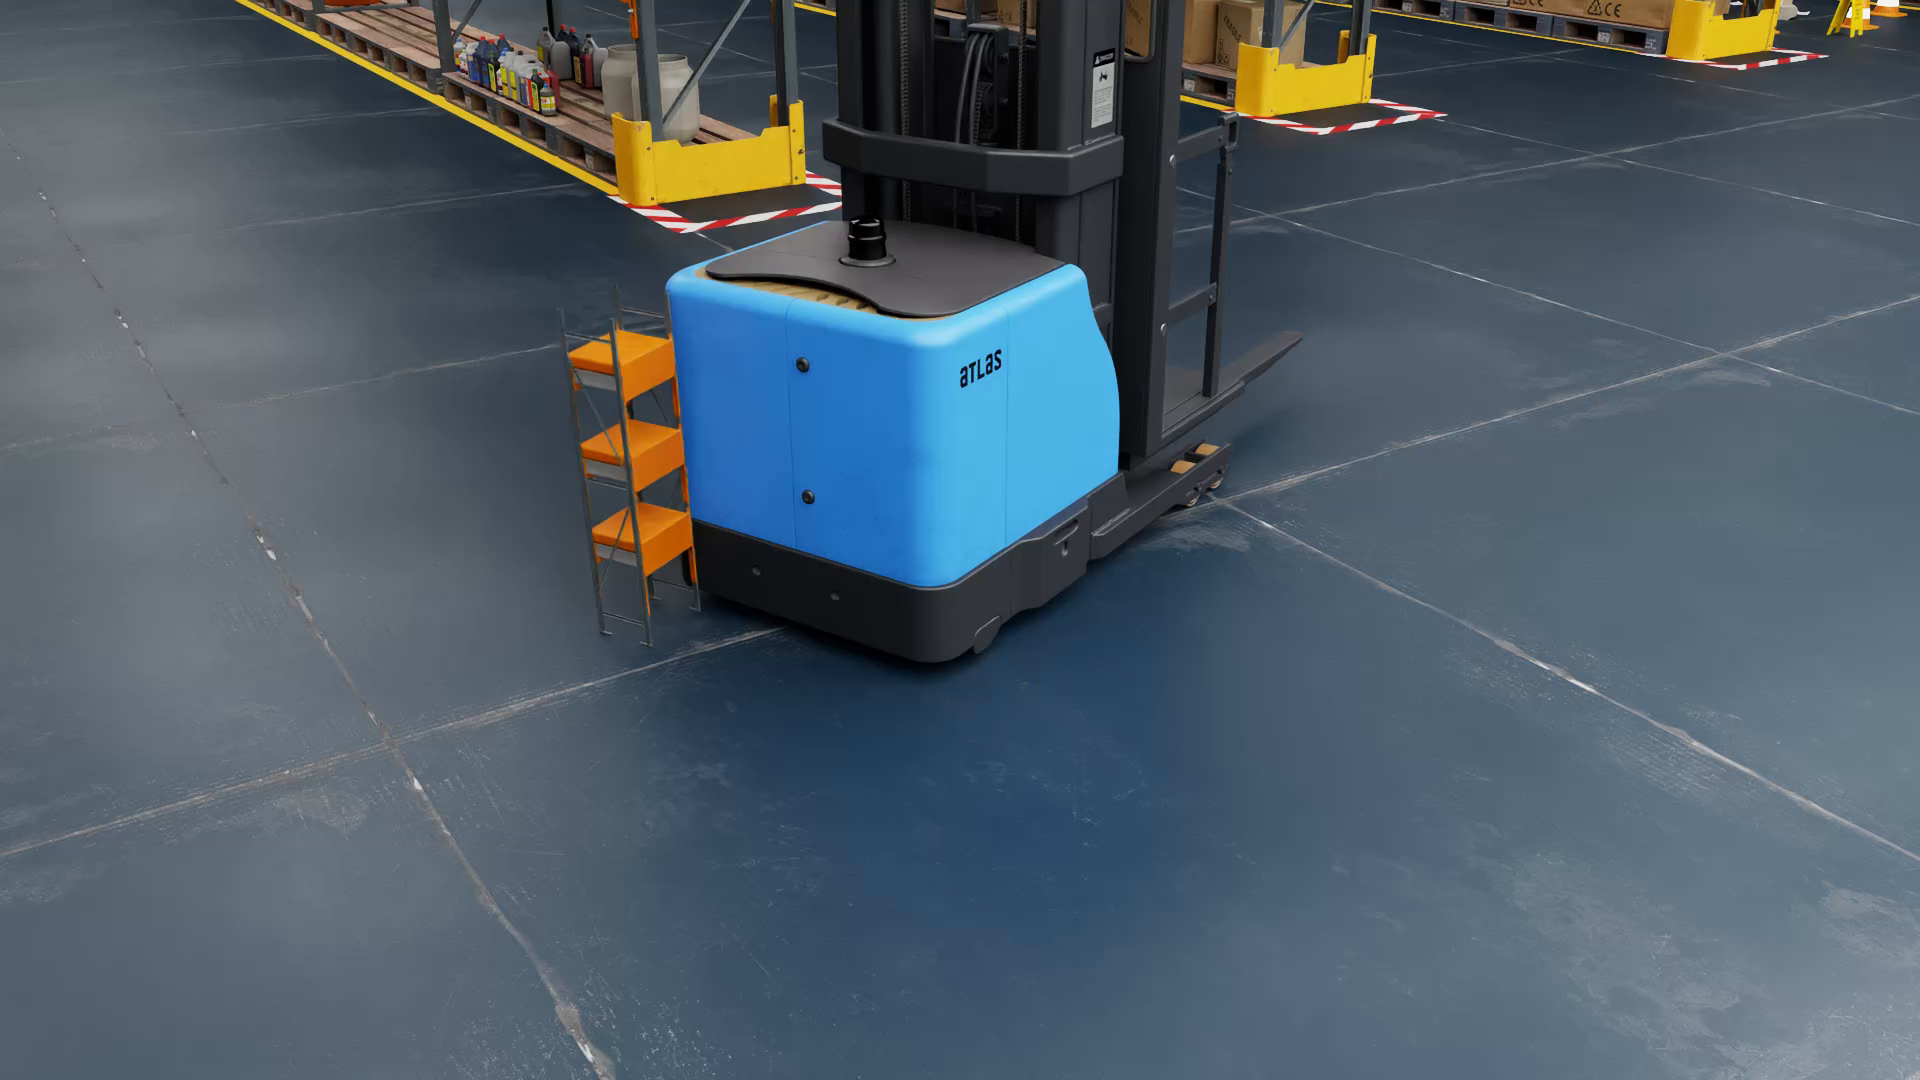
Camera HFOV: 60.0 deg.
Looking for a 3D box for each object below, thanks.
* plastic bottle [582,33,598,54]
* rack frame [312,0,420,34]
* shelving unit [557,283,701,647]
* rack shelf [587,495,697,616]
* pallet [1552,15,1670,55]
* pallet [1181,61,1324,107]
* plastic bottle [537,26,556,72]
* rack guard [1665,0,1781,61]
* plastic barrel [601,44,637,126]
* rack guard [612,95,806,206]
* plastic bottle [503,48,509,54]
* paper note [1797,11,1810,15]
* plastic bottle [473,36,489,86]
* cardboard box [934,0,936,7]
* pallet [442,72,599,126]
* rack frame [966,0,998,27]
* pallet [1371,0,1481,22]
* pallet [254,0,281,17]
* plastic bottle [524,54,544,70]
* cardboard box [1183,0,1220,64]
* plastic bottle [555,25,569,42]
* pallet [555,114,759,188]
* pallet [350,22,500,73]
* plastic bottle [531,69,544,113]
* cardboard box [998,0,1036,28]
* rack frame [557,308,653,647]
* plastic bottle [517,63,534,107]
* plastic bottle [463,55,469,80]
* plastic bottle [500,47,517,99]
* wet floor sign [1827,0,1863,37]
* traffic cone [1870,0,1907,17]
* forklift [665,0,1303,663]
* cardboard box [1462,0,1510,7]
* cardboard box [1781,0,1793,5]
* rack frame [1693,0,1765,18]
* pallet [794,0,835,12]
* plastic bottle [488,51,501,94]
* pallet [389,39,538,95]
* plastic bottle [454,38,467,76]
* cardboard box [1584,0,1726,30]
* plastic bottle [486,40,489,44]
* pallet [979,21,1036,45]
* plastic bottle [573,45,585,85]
[{"bbox_3d":[-2.765,-3.617,12.486,0.144,0.351,0.185,-16,29,-30],"label":"plastic bottle"},{"bbox_3d":[-5.823,-6.394,15.781,1.000,3.000,0.127,-16,29,-30],"label":"rack frame"},{"bbox_3d":[-0.976,-0.212,4.960,0.215,1.050,0.252,13,30,26],"label":"shelving unit"},{"bbox_3d":[-0.971,0.045,5.091,0.215,0.259,0.240,13,30,26],"label":"rack shelf"},{"bbox_3d":[6.403,-4.813,15.699,1.003,0.211,1.213,-16,29,-30],"label":"pallet"},{"bbox_3d":[2.239,-3.752,13.450,1.003,0.211,1.213,-16,29,-30],"label":"pallet"},{"bbox_3d":[-3.167,-3.768,12.805,0.144,0.351,0.185,-16,29,-30],"label":"plastic bottle"},{"bbox_3d":[6.918,-4.668,15.052,1.175,0.500,0.348,-16,29,-30],"label":"rack guard"},{"bbox_3d":[-2.153,-2.994,11.002,0.421,0.512,0.421,0,25,0],"label":"plastic barrel"},{"bbox_3d":[-1.537,-2.418,10.288,1.175,0.500,0.348,-16,29,-30],"label":"rack guard"},{"bbox_3d":[-3.366,-3.519,12.372,0.097,0.271,0.097,0,25,0],"label":"plastic bottle"},{"bbox_3d":[8.813,-5.528,17.424,0.142,0.019,0.148,18,31,33],"label":"paper note"},{"bbox_3d":[-3.547,-3.579,12.405,0.144,0.351,0.185,-15,29,-28],"label":"plastic bottle"},{"bbox_3d":[-0.051,-5.586,16.481,0.700,0.500,0.500,-16,29,-30],"label":"cardboard box"},{"bbox_3d":[-3.308,-3.452,12.816,1.003,0.211,1.213,-16,29,-30],"label":"pallet"},{"bbox_3d":[0.510,-6.118,15.195,1.000,3.000,0.127,-16,29,-30],"label":"rack frame"},{"bbox_3d":[5.071,-5.686,17.548,1.003,0.211,1.213,-16,29,-30],"label":"pallet"},{"bbox_3d":[-6.950,-5.841,17.876,1.003,0.211,1.213,-16,29,-30],"label":"pallet"},{"bbox_3d":[-3.101,-3.369,12.048,0.152,0.276,0.135,-16,29,-30],"label":"plastic bottle"},{"bbox_3d":[2.012,-4.180,13.526,0.500,0.500,0.500,-8,26,-16],"label":"cardboard box"},{"bbox_3d":[-3.046,-3.801,12.876,0.144,0.351,0.185,-16,30,-31],"label":"plastic bottle"},{"bbox_3d":[-1.976,-2.580,10.967,1.003,0.211,1.213,-16,29,-30],"label":"pallet"},{"bbox_3d":[-4.771,-4.411,14.847,1.003,0.211,1.213,-16,29,-30],"label":"pallet"},{"bbox_3d":[-2.905,-3.096,11.460,0.061,0.283,0.133,-15,29,-28],"label":"plastic bottle"},{"bbox_3d":[0.695,-5.025,15.316,0.500,0.500,0.500,-17,30,-31],"label":"cardboard box"},{"bbox_3d":[-1.034,-0.163,4.865,0.200,1.050,0.008,13,30,26],"label":"rack frame"},{"bbox_3d":[-3.016,-3.201,11.692,0.152,0.276,0.135,-16,30,-31],"label":"plastic bottle"},{"bbox_3d":[-3.722,-3.608,12.642,0.097,0.201,0.097,0,25,0],"label":"plastic bottle"},{"bbox_3d":[-3.211,-3.359,11.940,0.144,0.351,0.185,-16,30,-30],"label":"plastic bottle"},{"bbox_3d":[8.580,-5.193,15.995,0.267,0.644,0.232,-22,33,-38],"label":"wet floor sign"},{"bbox_3d":[9.681,-5.702,17.287,0.336,0.463,0.334,-16,29,-30],"label":"traffic cone"},{"bbox_3d":[0.347,-1.547,5.594,1.130,2.935,3.031,16,30,30],"label":"forklift"},{"bbox_3d":[5.501,-5.904,16.739,0.875,0.875,0.875,-15,29,-29],"label":"cardboard box"},{"bbox_3d":[8.589,-5.705,17.661,0.380,0.149,0.250,-1,25,-3],"label":"cardboard box"},{"bbox_3d":[6.905,-5.807,14.537,1.000,3.000,0.127,-16,29,-30],"label":"rack frame"},{"bbox_3d":[-1.248,-6.007,18.228,1.003,0.211,1.213,-16,29,-30],"label":"pallet"},{"bbox_3d":[-3.388,-3.412,12.131,0.061,0.283,0.133,-14,29,-27],"label":"plastic bottle"},{"bbox_3d":[-4.101,-3.974,13.921,1.003,0.211,1.213,-16,29,-30],"label":"pallet"},{"bbox_3d":[-3.833,-3.712,12.781,0.097,0.271,0.097,0,25,0],"label":"plastic bottle"},{"bbox_3d":[6.479,-5.263,15.382,0.875,0.875,0.875,-15,29,-29],"label":"cardboard box"},{"bbox_3d":[-3.545,-3.634,12.600,0.061,0.283,0.133,-16,29,-30],"label":"plastic bottle"},{"bbox_3d":[0.907,-4.625,15.299,1.003,0.211,1.213,-16,29,-30],"label":"pallet"},{"bbox_3d":[-2.837,-3.554,12.430,0.061,0.283,0.133,-16,29,-30],"label":"plastic bottle"}]
